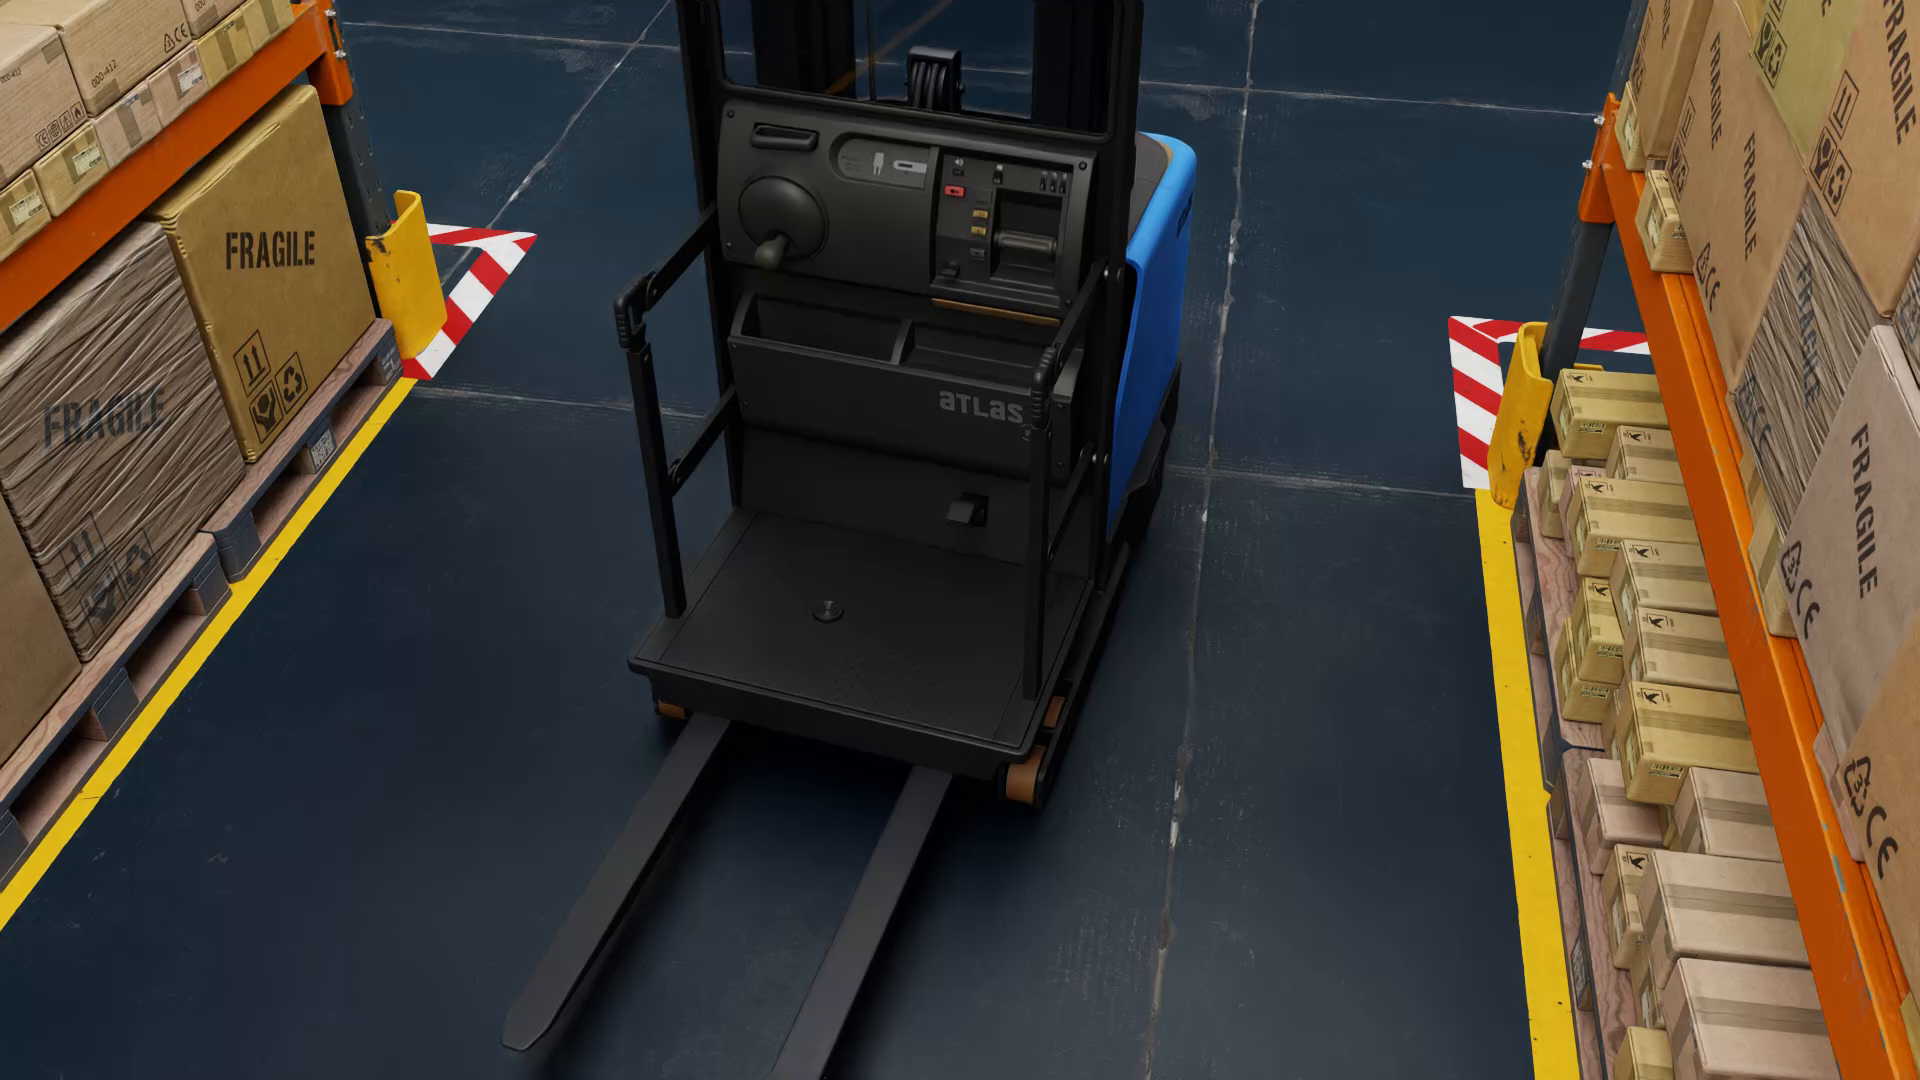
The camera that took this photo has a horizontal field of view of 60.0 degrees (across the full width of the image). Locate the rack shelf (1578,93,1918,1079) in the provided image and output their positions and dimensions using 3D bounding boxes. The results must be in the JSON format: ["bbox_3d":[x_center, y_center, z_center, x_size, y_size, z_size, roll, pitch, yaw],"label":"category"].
[{"bbox_3d":[1.995,0.183,3.239,1.077,0.370,4.000,6,40,8],"label":"rack shelf"}]

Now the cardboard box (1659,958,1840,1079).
[{"bbox_3d":[1.573,0.960,3.175,0.380,0.149,0.250,5,40,6],"label":"cardboard box"}]

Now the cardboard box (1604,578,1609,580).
[{"bbox_3d":[1.940,0.102,4.447,0.380,0.149,0.250,7,40,8],"label":"cardboard box"}]

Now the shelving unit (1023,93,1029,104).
[{"bbox_3d":[0.326,-1.046,5.680,0.215,1.050,0.252,12,37,14],"label":"shelving unit"}]

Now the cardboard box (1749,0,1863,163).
[{"bbox_3d":[1.809,-0.994,3.002,0.500,0.500,0.500,6,40,7],"label":"cardboard box"}]

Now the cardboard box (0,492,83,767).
[{"bbox_3d":[-2.870,0.237,3.947,0.875,0.875,0.875,6,40,8],"label":"cardboard box"}]

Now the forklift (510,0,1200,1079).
[{"bbox_3d":[-0.195,-0.748,3.854,1.130,2.935,3.031,12,41,14],"label":"forklift"}]

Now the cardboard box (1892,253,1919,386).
[{"bbox_3d":[1.651,-0.347,2.219,0.500,0.500,0.500,7,40,9],"label":"cardboard box"}]

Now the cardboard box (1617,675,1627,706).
[{"bbox_3d":[1.836,0.428,4.052,0.380,0.149,0.250,5,40,6],"label":"cardboard box"}]

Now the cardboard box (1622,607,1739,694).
[{"bbox_3d":[1.798,0.317,3.953,0.380,0.149,0.250,8,40,9],"label":"cardboard box"}]

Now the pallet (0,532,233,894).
[{"bbox_3d":[-2.801,0.389,4.614,1.003,0.211,1.213,6,40,8],"label":"pallet"}]

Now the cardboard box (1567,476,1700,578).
[{"bbox_3d":[1.817,-0.020,4.361,0.380,0.149,0.250,6,40,8],"label":"cardboard box"}]

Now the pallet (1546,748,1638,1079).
[{"bbox_3d":[1.939,1.042,3.824,1.003,0.211,1.213,6,40,8],"label":"pallet"}]

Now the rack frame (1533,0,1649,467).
[{"bbox_3d":[2.341,-1.350,4.528,1.000,3.000,0.127,6,40,8],"label":"rack frame"}]

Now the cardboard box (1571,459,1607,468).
[{"bbox_3d":[1.998,-0.227,4.845,0.380,0.149,0.250,8,40,10],"label":"cardboard box"}]

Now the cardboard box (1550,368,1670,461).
[{"bbox_3d":[1.916,-0.351,4.761,0.380,0.149,0.250,5,40,6],"label":"cardboard box"}]

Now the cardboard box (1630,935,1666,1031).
[{"bbox_3d":[1.672,1.008,3.584,0.380,0.149,0.250,7,40,9],"label":"cardboard box"}]

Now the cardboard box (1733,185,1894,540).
[{"bbox_3d":[1.745,-0.286,2.930,0.500,0.500,0.500,5,40,7],"label":"cardboard box"}]

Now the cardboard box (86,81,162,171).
[{"bbox_3d":[-2.396,-1.125,4.454,0.380,0.149,0.250,7,40,8],"label":"cardboard box"}]

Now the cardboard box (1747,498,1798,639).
[{"bbox_3d":[1.668,0.063,3.016,0.380,0.149,0.250,7,40,9],"label":"cardboard box"}]

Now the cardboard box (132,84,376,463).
[{"bbox_3d":[-2.558,-0.892,5.313,0.875,0.875,0.875,6,40,8],"label":"cardboard box"}]

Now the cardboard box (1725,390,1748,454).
[{"bbox_3d":[1.808,-0.261,3.409,0.380,0.149,0.250,6,40,7],"label":"cardboard box"}]

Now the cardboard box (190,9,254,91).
[{"bbox_3d":[-2.307,-1.440,4.835,0.380,0.149,0.250,7,40,8],"label":"cardboard box"}]

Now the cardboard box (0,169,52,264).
[{"bbox_3d":[-2.483,-0.799,4.060,0.380,0.149,0.250,7,40,8],"label":"cardboard box"}]

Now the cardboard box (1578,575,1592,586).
[{"bbox_3d":[1.971,0.054,4.738,0.380,0.149,0.250,6,40,7],"label":"cardboard box"}]

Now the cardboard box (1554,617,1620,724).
[{"bbox_3d":[1.782,0.359,4.369,0.380,0.149,0.250,7,40,8],"label":"cardboard box"}]

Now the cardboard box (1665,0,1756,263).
[{"bbox_3d":[1.924,-0.913,3.688,0.500,0.500,0.500,6,40,8],"label":"cardboard box"}]

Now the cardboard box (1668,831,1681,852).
[{"bbox_3d":[1.773,0.772,3.637,0.380,0.149,0.250,8,40,10],"label":"cardboard box"}]

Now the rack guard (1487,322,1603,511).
[{"bbox_3d":[2.328,-0.338,5.267,1.175,0.500,0.348,6,40,8],"label":"rack guard"}]

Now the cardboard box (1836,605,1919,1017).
[{"bbox_3d":[1.546,0.347,2.164,0.500,0.500,0.500,5,40,6],"label":"cardboard box"}]

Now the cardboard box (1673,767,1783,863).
[{"bbox_3d":[1.758,0.646,3.556,0.380,0.149,0.250,6,40,8],"label":"cardboard box"}]

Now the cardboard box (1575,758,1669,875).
[{"bbox_3d":[1.703,0.676,3.986,0.380,0.149,0.250,5,40,6],"label":"cardboard box"}]

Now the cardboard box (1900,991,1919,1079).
[{"bbox_3d":[1.510,0.718,2.225,0.380,0.149,0.250,8,40,9],"label":"cardboard box"}]

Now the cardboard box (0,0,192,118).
[{"bbox_3d":[-2.437,-1.365,4.431,0.500,0.250,0.500,6,40,7],"label":"cardboard box"}]

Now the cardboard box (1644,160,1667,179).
[{"bbox_3d":[1.959,-0.921,4.207,0.380,0.149,0.250,8,40,9],"label":"cardboard box"}]
